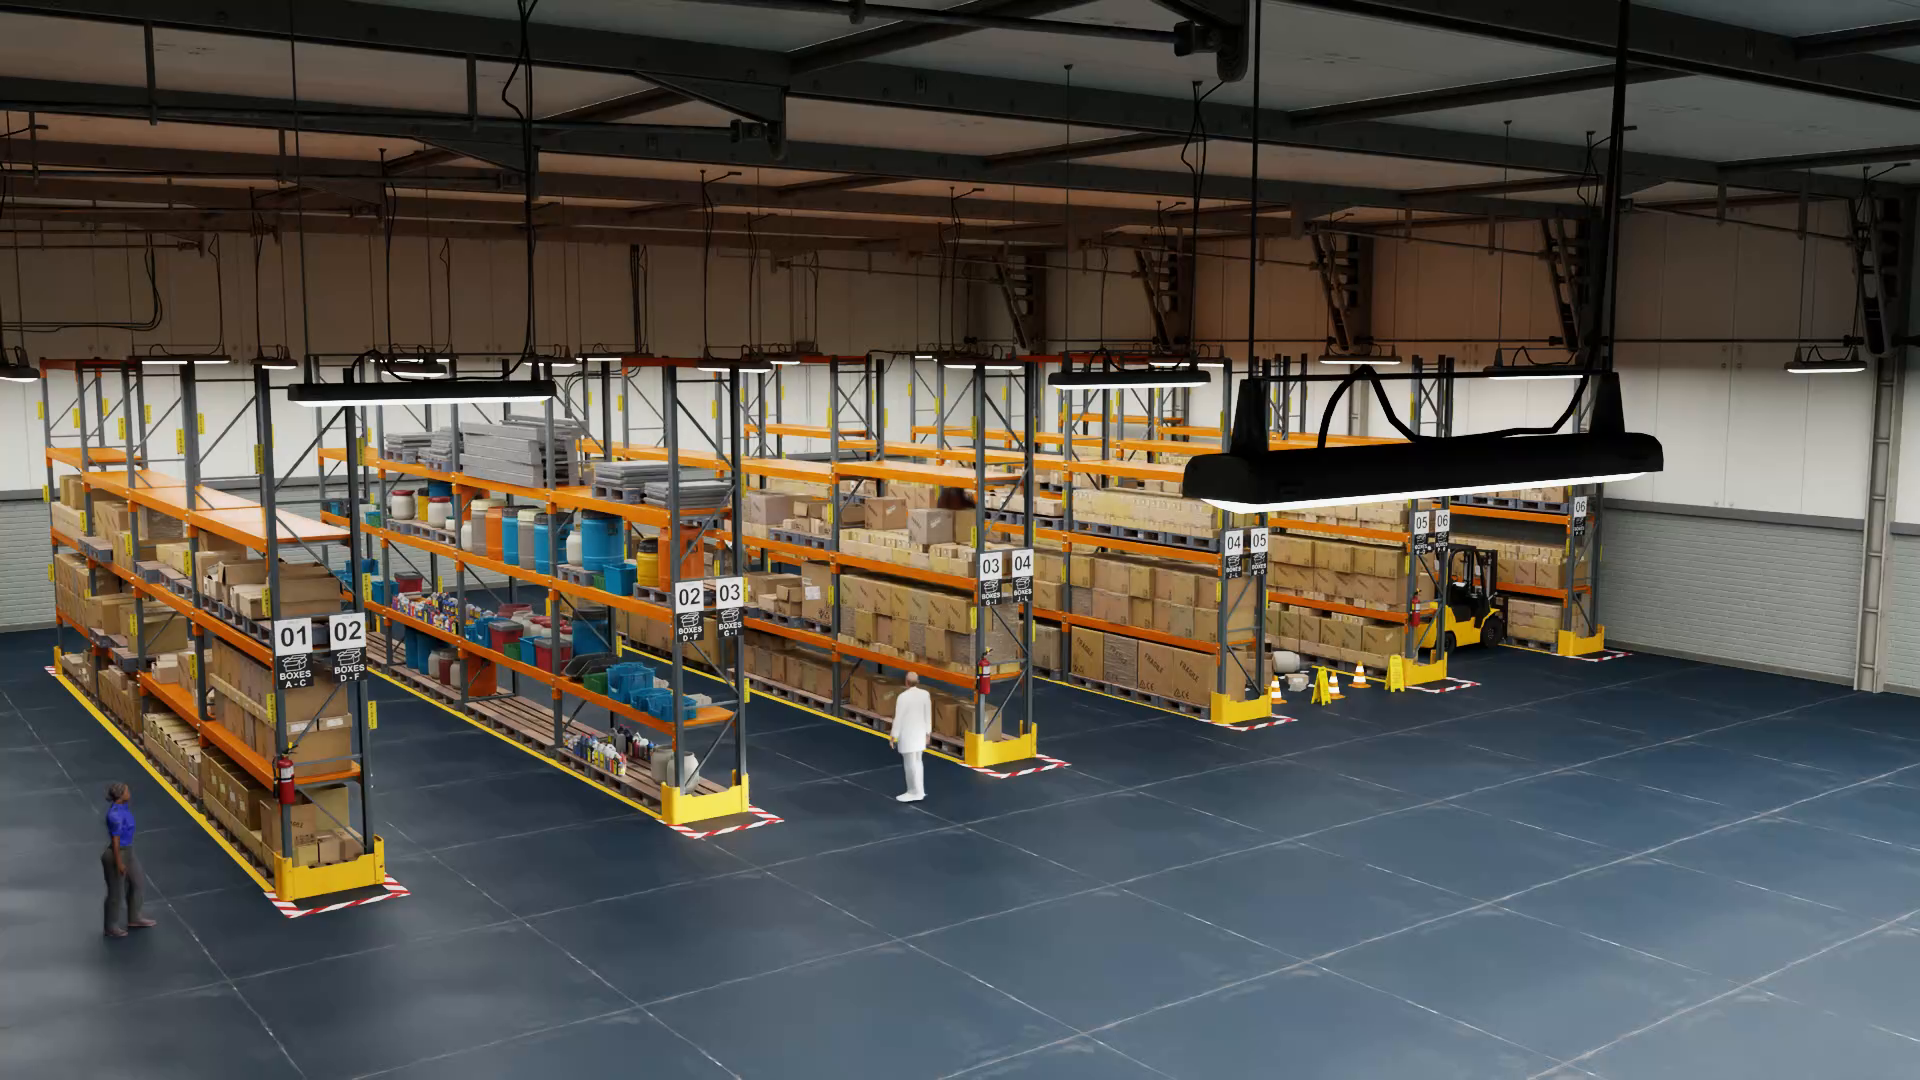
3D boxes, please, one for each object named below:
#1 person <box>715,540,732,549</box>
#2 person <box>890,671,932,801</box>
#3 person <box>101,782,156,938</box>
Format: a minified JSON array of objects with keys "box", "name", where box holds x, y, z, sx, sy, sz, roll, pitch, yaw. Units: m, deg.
[{"box":[-5.882,0.445,41.715,0.576,1.737,0.699,2,7,17],"name":"person"},{"box":[-0.663,2.752,22.945,0.656,1.726,0.432,-7,10,-44],"name":"person"},{"box":[-8.947,3.395,17.809,0.461,1.654,0.540,0,7,-4],"name":"person"}]
